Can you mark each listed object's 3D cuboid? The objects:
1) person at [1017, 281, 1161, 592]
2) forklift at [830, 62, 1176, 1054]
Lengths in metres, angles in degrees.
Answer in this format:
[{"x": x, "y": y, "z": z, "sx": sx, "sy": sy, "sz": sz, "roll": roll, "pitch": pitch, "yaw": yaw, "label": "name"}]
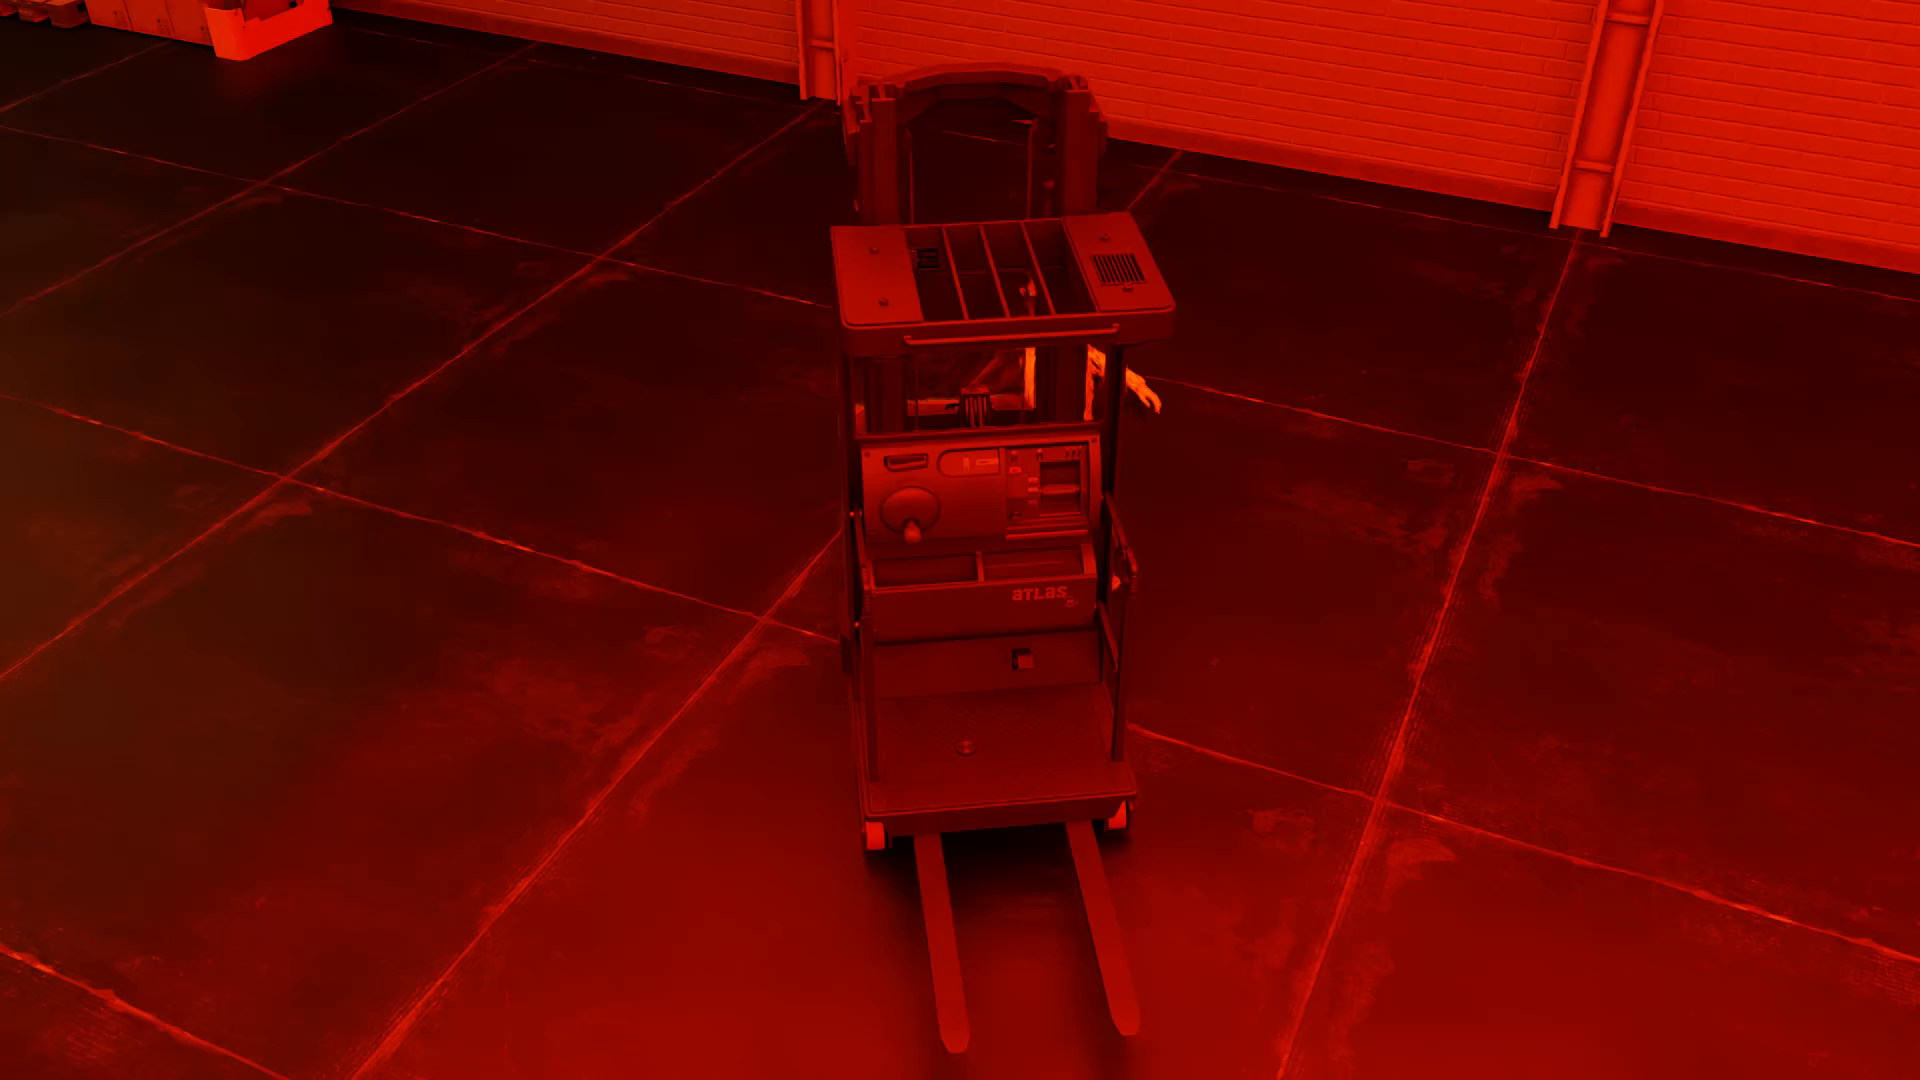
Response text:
[{"x": 0.517, "y": -0.454, "z": 7.918, "sx": 0.841, "sy": 1.556, "sz": 0.713, "roll": 3, "pitch": 36, "yaw": 4, "label": "person"}, {"x": 0.113, "y": -0.135, "z": 6.276, "sx": 1.130, "sy": 2.935, "sz": 3.031, "roll": -4, "pitch": 36, "yaw": -6, "label": "forklift"}]
